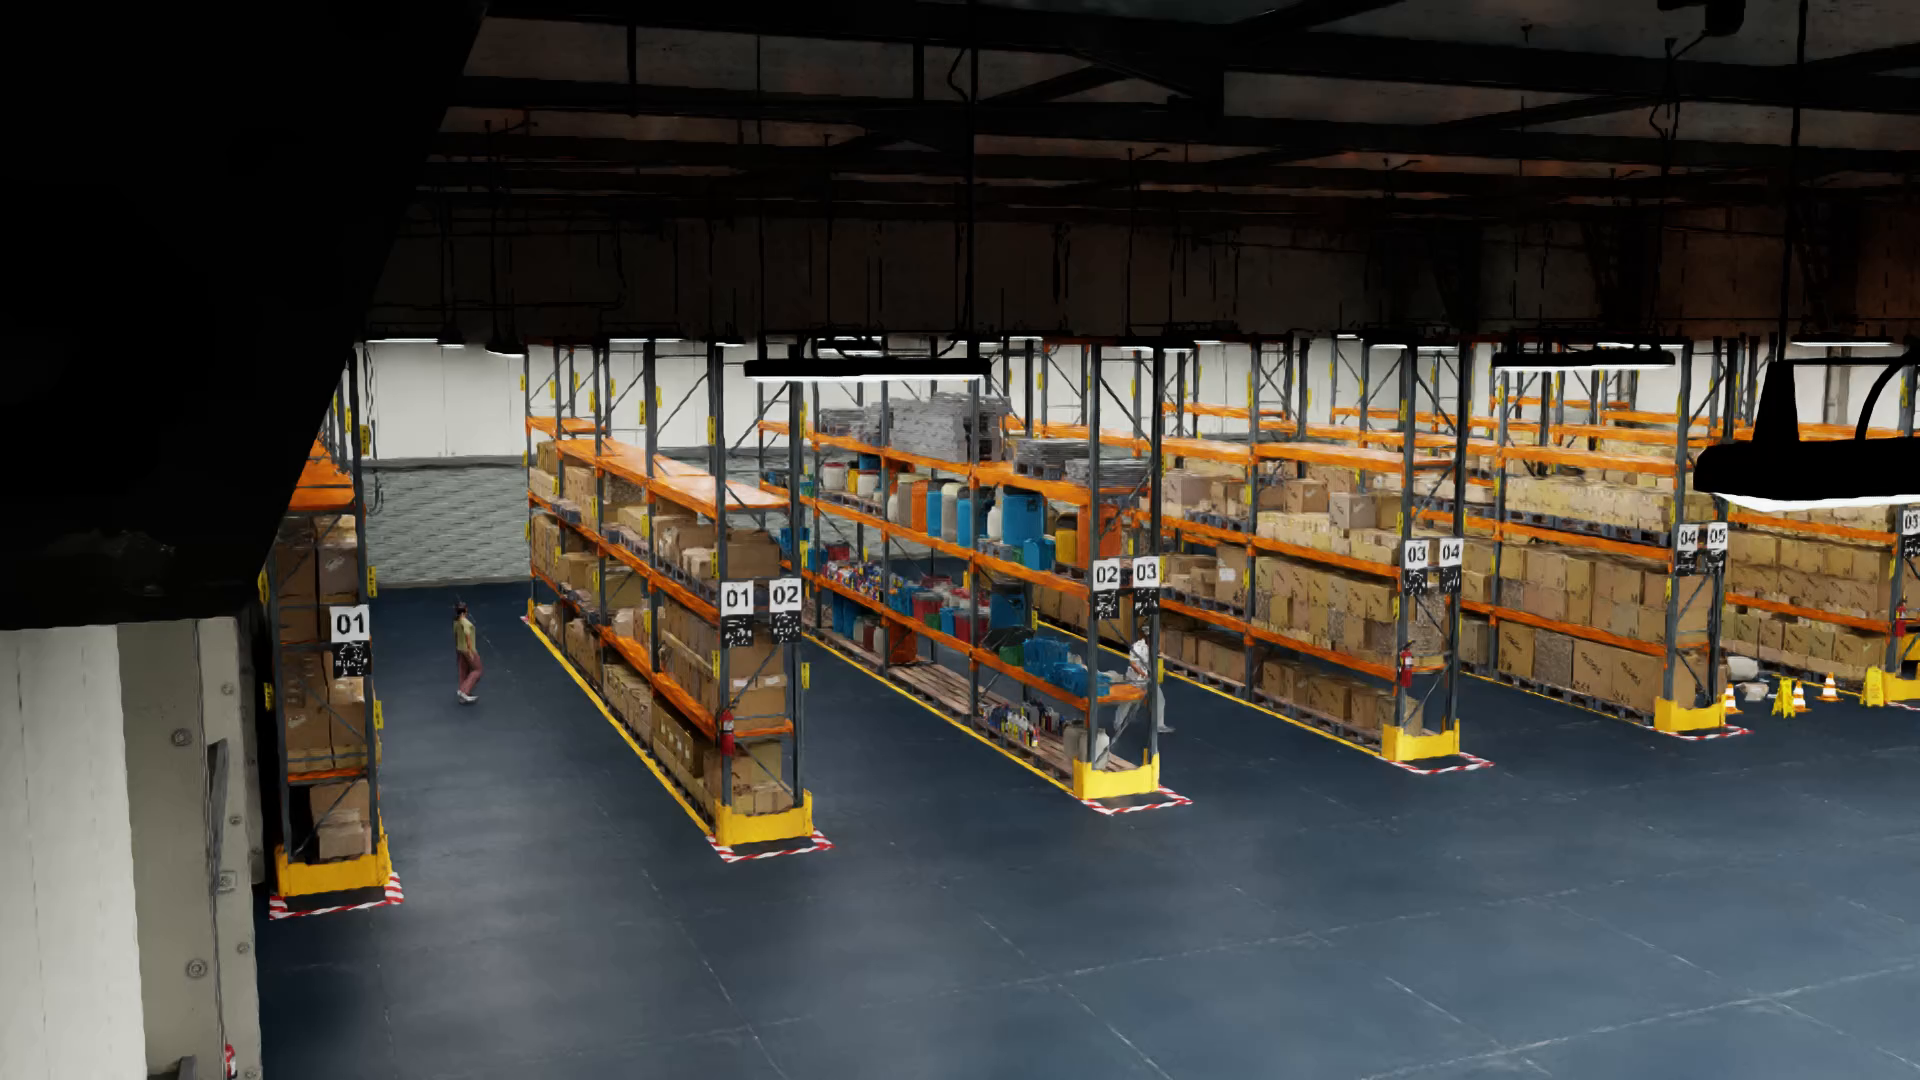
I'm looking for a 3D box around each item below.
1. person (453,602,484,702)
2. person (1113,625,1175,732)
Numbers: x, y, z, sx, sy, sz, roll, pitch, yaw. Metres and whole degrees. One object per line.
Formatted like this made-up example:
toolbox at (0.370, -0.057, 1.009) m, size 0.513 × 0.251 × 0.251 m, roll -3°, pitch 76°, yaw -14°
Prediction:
person at (-8.180, 1.856, 27.490) m, size 0.492 × 1.671 × 0.435 m, roll 7°, pitch 10°, yaw 41°
person at (2.788, 2.109, 25.454) m, size 0.701 × 1.693 × 0.857 m, roll -6°, pitch 10°, yaw -38°
